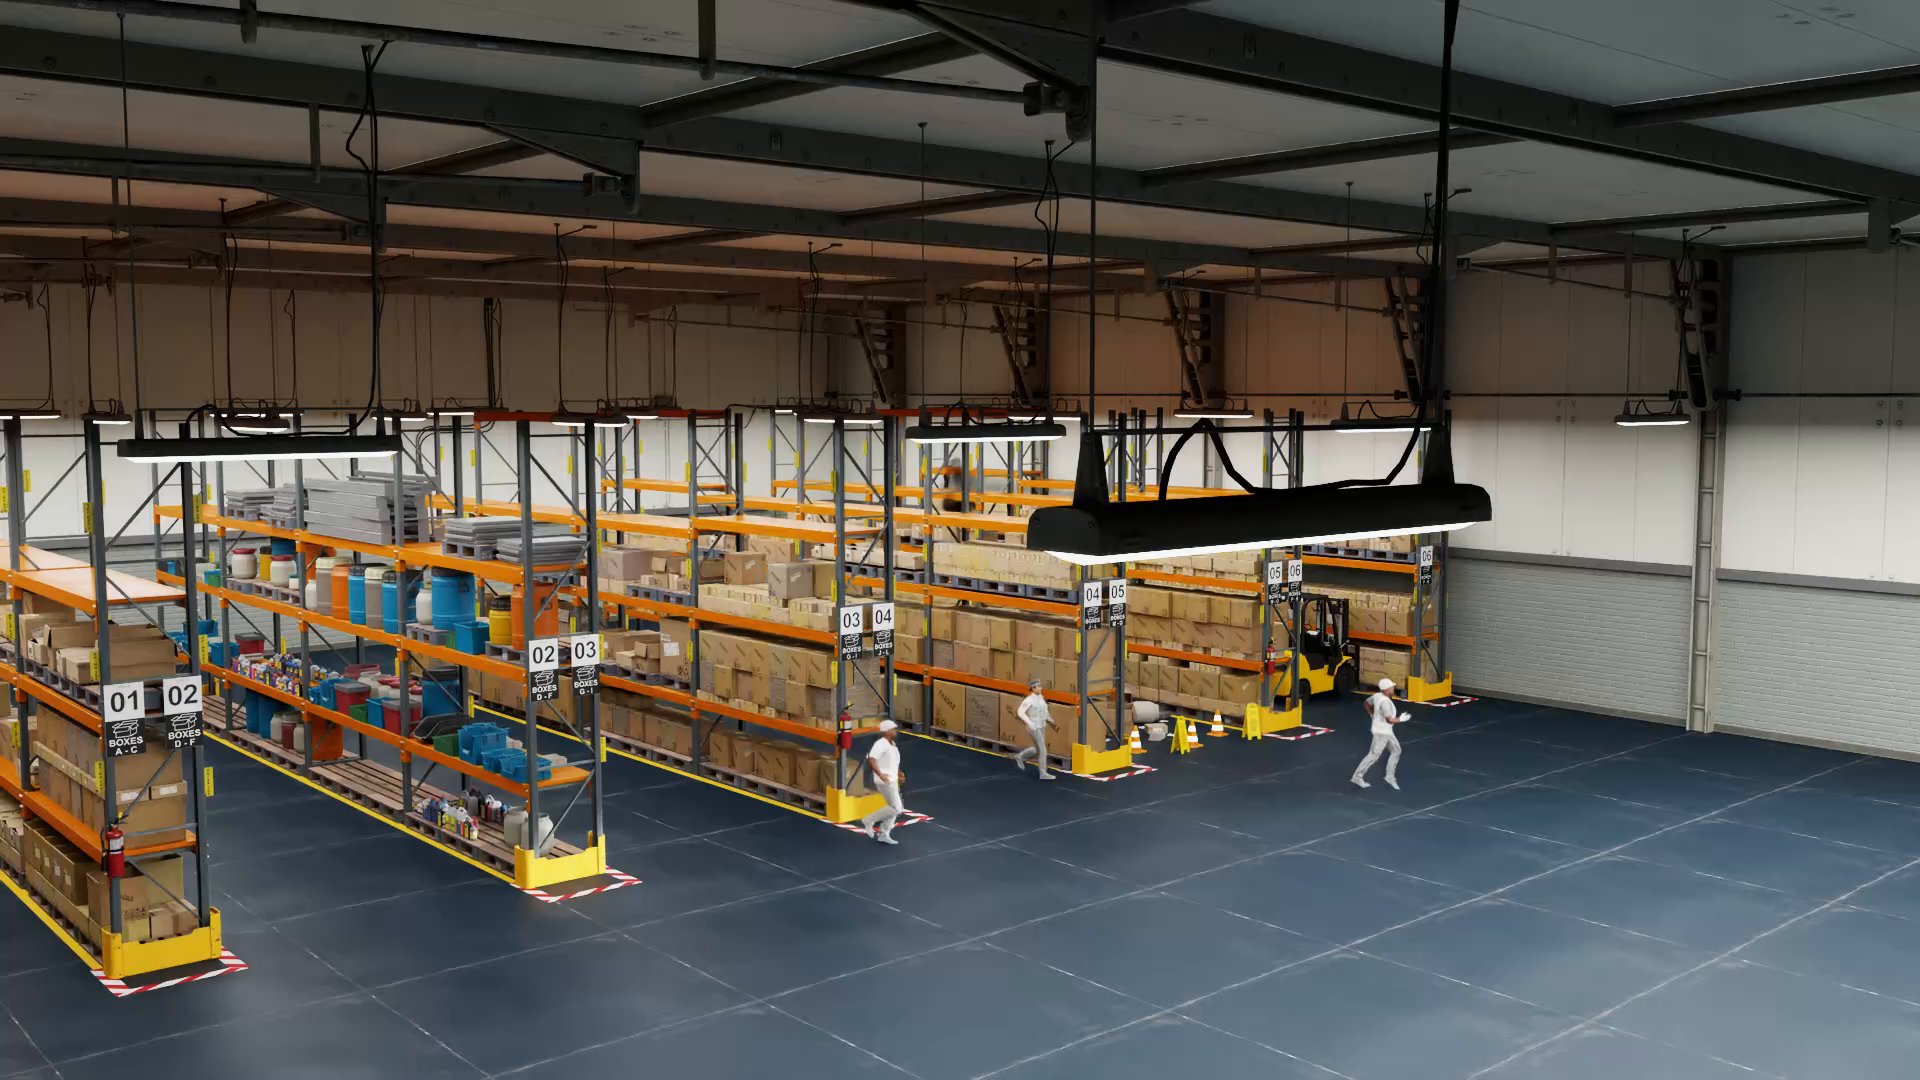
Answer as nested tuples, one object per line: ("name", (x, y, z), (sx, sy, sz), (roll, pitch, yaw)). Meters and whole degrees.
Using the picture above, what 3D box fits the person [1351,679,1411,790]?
("person", (6.722, 3.111, 26.584), (0.916, 1.824, 0.694), (1, 5, 9))

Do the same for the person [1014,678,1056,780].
("person", (1.221, 3.088, 27.360), (0.814, 1.667, 0.639), (3, 6, 32))

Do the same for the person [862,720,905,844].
("person", (-1.071, 3.420, 23.601), (0.556, 1.735, 0.722), (1, 5, 10))
